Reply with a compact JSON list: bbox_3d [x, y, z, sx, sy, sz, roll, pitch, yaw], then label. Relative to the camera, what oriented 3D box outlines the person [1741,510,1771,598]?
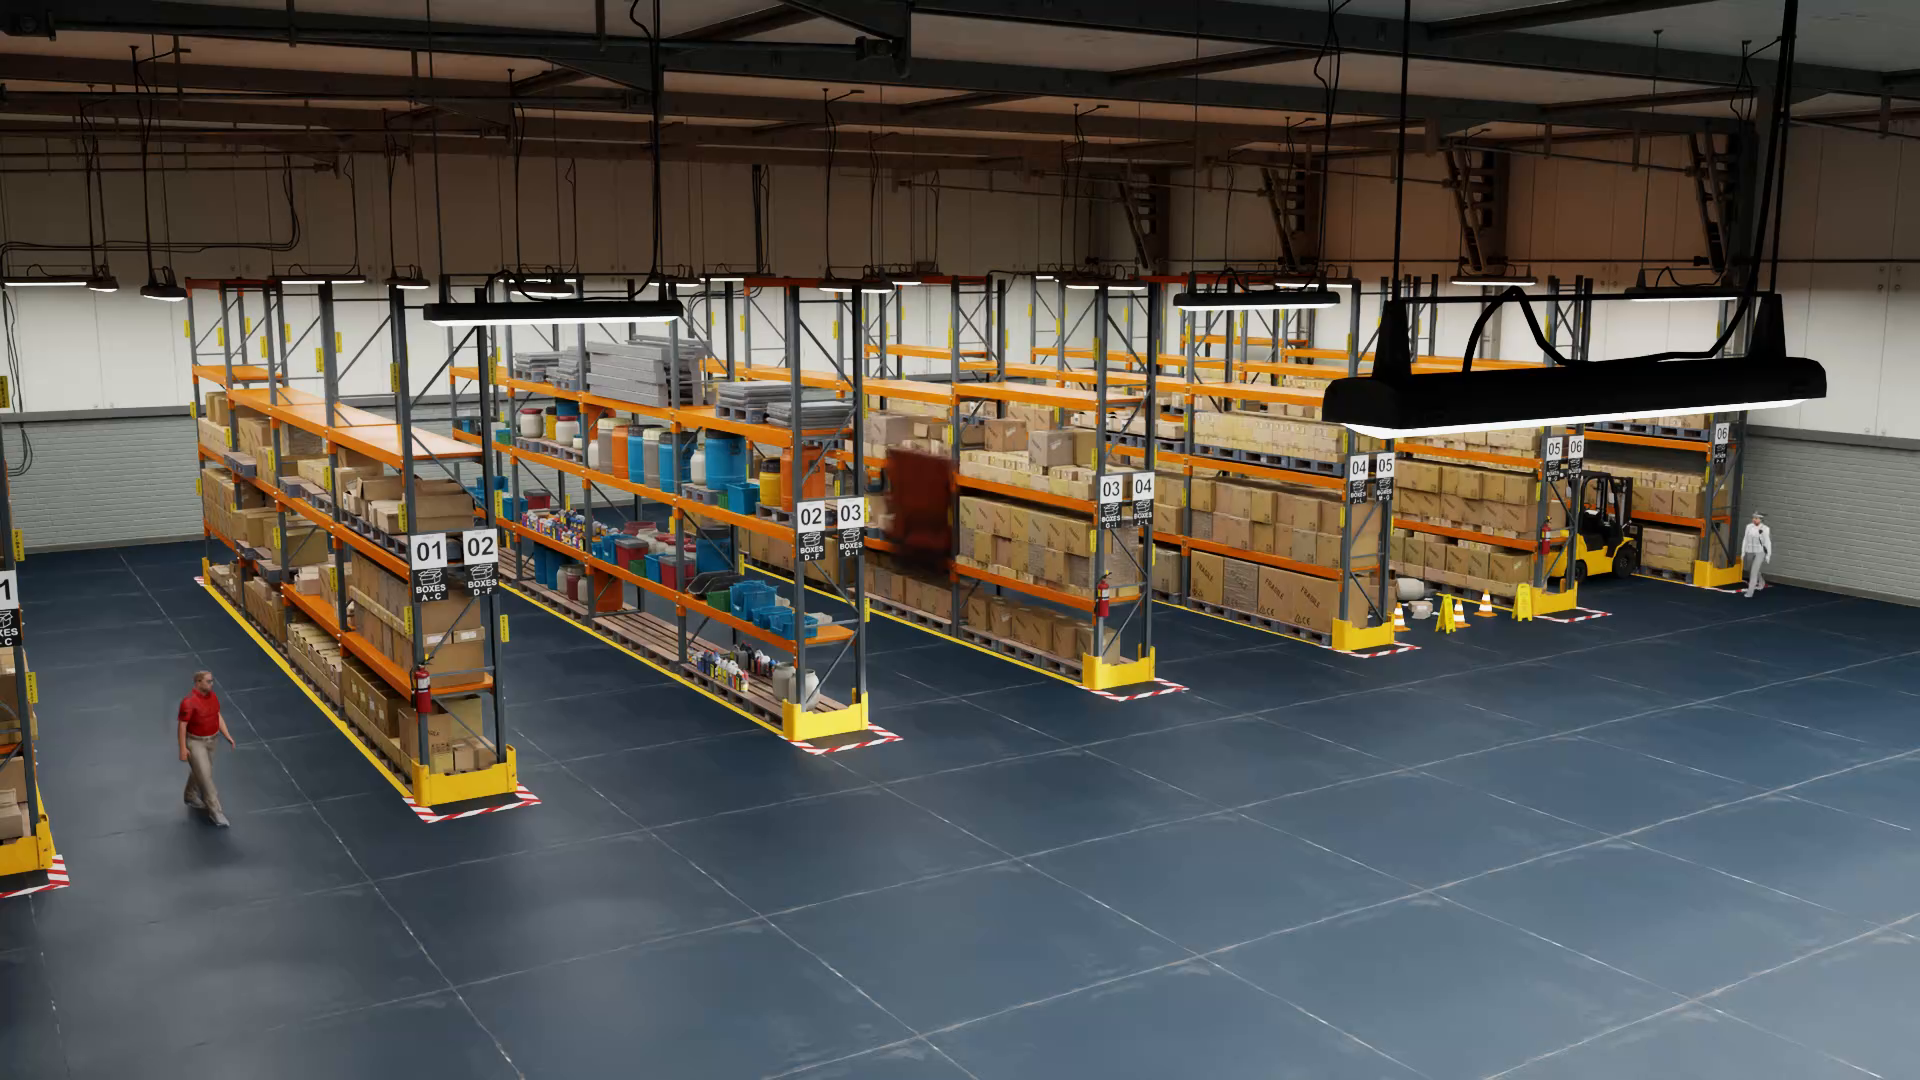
[{"bbox_3d":[15.154,0.231,31.616,0.933,1.640,0.508,-8,12,-38],"label":"person"}]

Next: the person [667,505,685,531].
[{"bbox_3d":[-6.665,-1.116,39.356,0.565,1.743,0.984,7,12,38],"label":"person"}]

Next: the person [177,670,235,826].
[{"bbox_3d":[-8.647,2.340,19.031,0.935,1.727,0.615,5,11,25],"label":"person"}]
